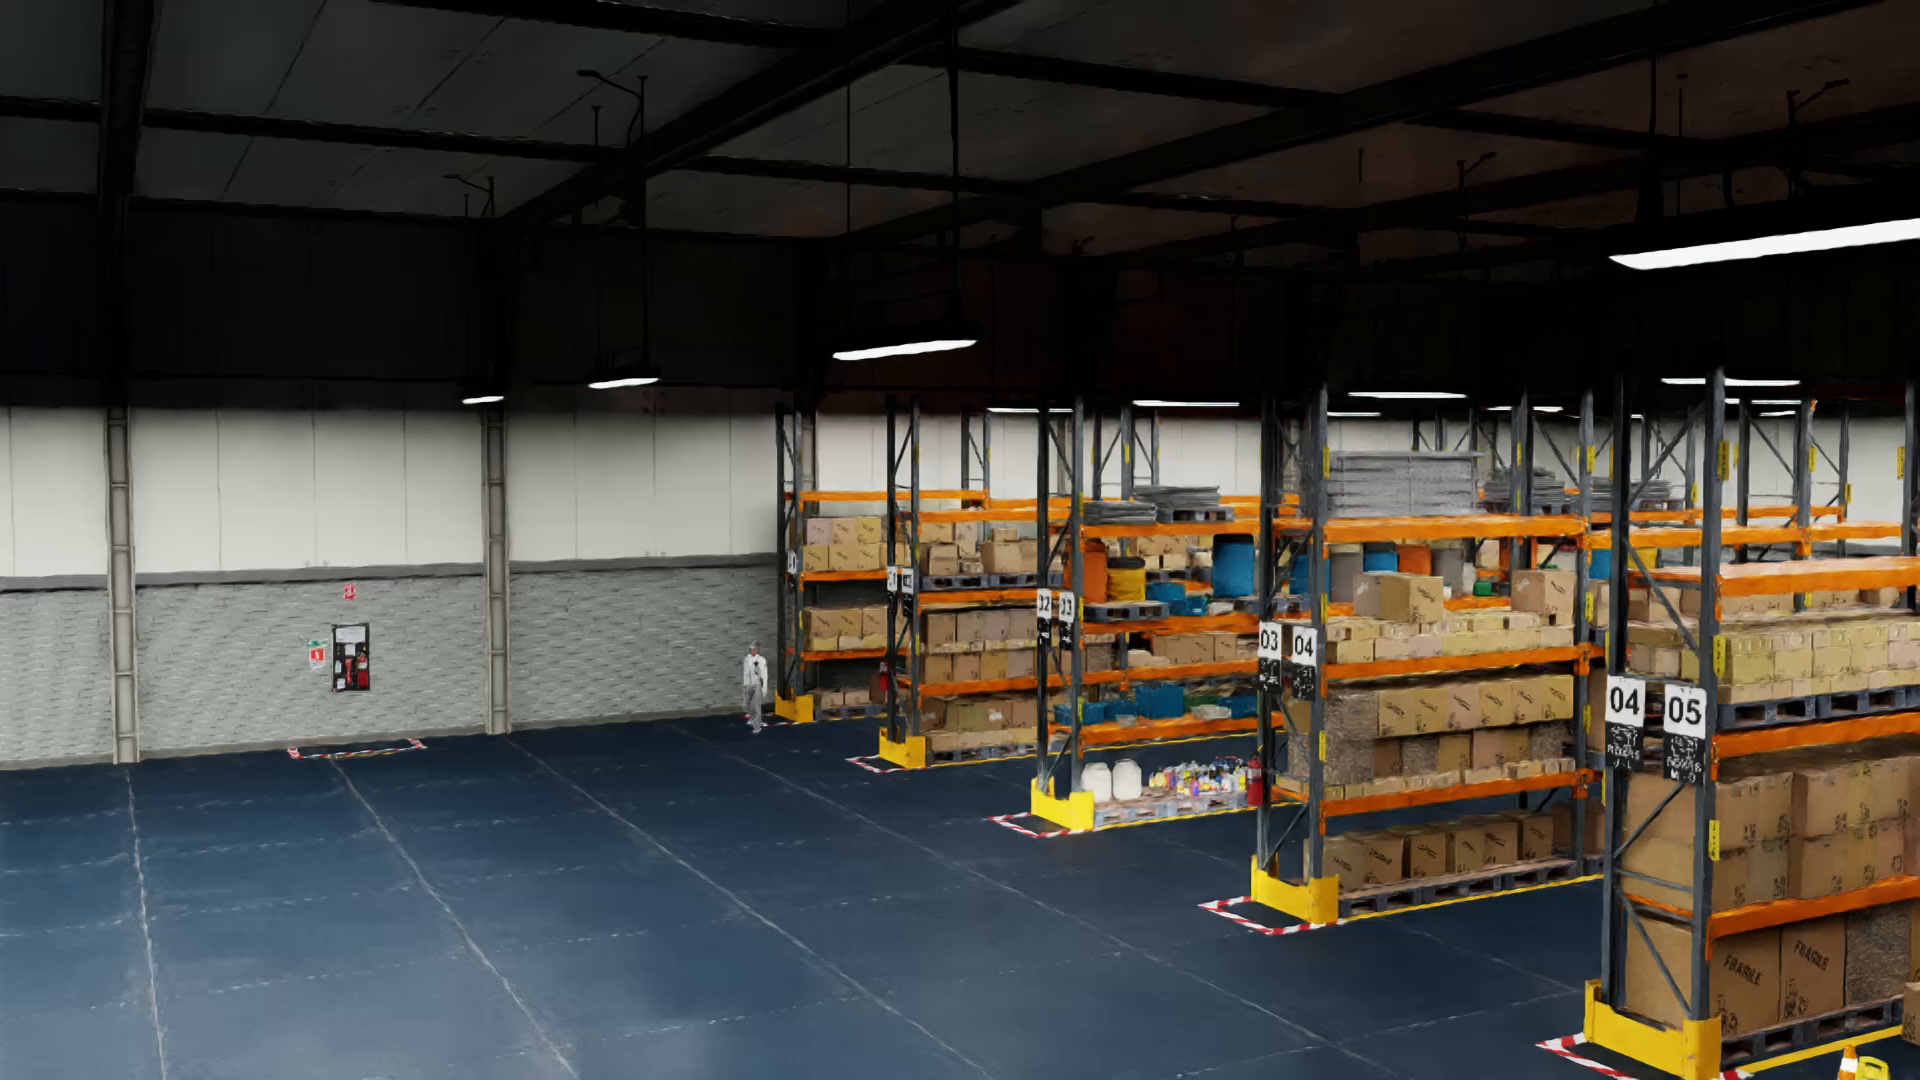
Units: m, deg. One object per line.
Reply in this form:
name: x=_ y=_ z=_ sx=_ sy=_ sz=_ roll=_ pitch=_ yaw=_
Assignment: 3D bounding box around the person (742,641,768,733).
person: x=-3.684 y=2.633 z=30.079 sx=0.530 sy=1.671 sz=0.519 roll=2 pitch=4 yaw=25
